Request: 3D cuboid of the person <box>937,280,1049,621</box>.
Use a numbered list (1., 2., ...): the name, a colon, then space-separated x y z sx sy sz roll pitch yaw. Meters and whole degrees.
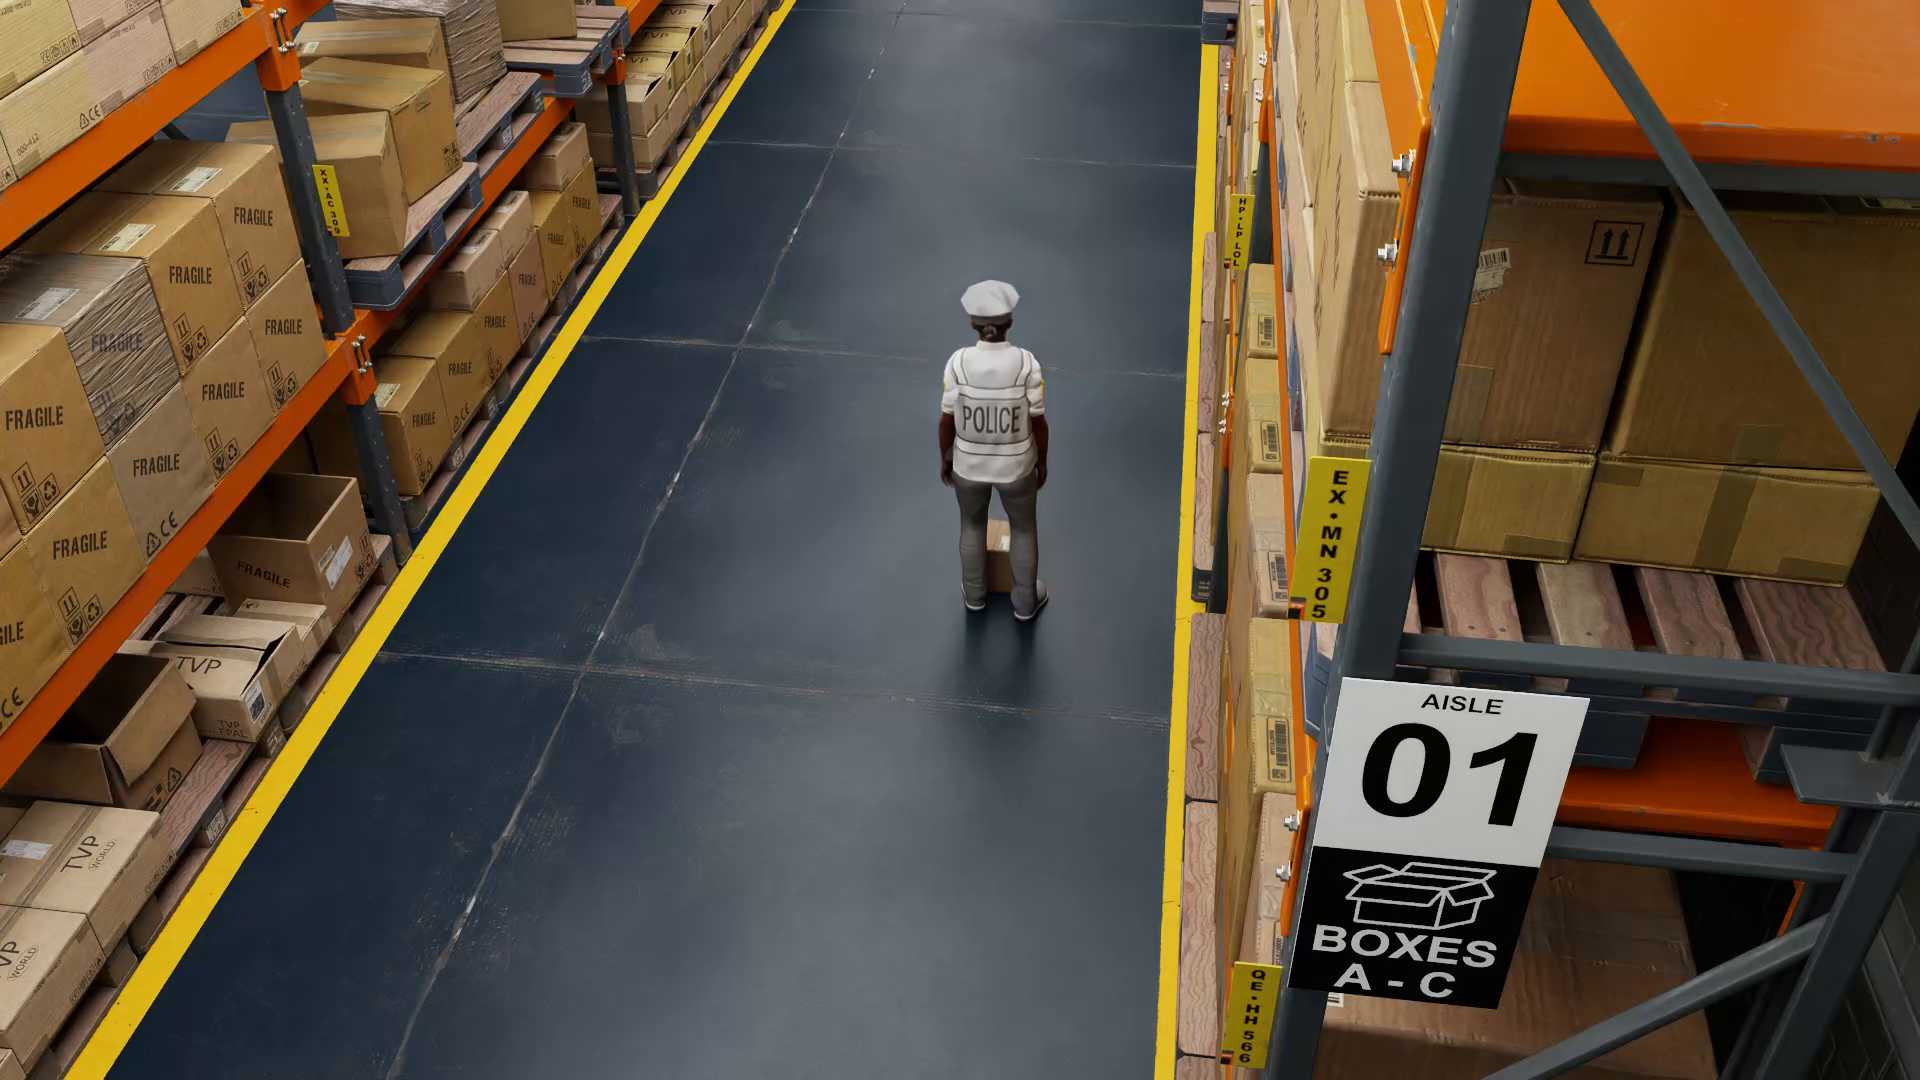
1. person: 0.163 -0.358 7.527 0.521 1.657 0.427 3 36 3
